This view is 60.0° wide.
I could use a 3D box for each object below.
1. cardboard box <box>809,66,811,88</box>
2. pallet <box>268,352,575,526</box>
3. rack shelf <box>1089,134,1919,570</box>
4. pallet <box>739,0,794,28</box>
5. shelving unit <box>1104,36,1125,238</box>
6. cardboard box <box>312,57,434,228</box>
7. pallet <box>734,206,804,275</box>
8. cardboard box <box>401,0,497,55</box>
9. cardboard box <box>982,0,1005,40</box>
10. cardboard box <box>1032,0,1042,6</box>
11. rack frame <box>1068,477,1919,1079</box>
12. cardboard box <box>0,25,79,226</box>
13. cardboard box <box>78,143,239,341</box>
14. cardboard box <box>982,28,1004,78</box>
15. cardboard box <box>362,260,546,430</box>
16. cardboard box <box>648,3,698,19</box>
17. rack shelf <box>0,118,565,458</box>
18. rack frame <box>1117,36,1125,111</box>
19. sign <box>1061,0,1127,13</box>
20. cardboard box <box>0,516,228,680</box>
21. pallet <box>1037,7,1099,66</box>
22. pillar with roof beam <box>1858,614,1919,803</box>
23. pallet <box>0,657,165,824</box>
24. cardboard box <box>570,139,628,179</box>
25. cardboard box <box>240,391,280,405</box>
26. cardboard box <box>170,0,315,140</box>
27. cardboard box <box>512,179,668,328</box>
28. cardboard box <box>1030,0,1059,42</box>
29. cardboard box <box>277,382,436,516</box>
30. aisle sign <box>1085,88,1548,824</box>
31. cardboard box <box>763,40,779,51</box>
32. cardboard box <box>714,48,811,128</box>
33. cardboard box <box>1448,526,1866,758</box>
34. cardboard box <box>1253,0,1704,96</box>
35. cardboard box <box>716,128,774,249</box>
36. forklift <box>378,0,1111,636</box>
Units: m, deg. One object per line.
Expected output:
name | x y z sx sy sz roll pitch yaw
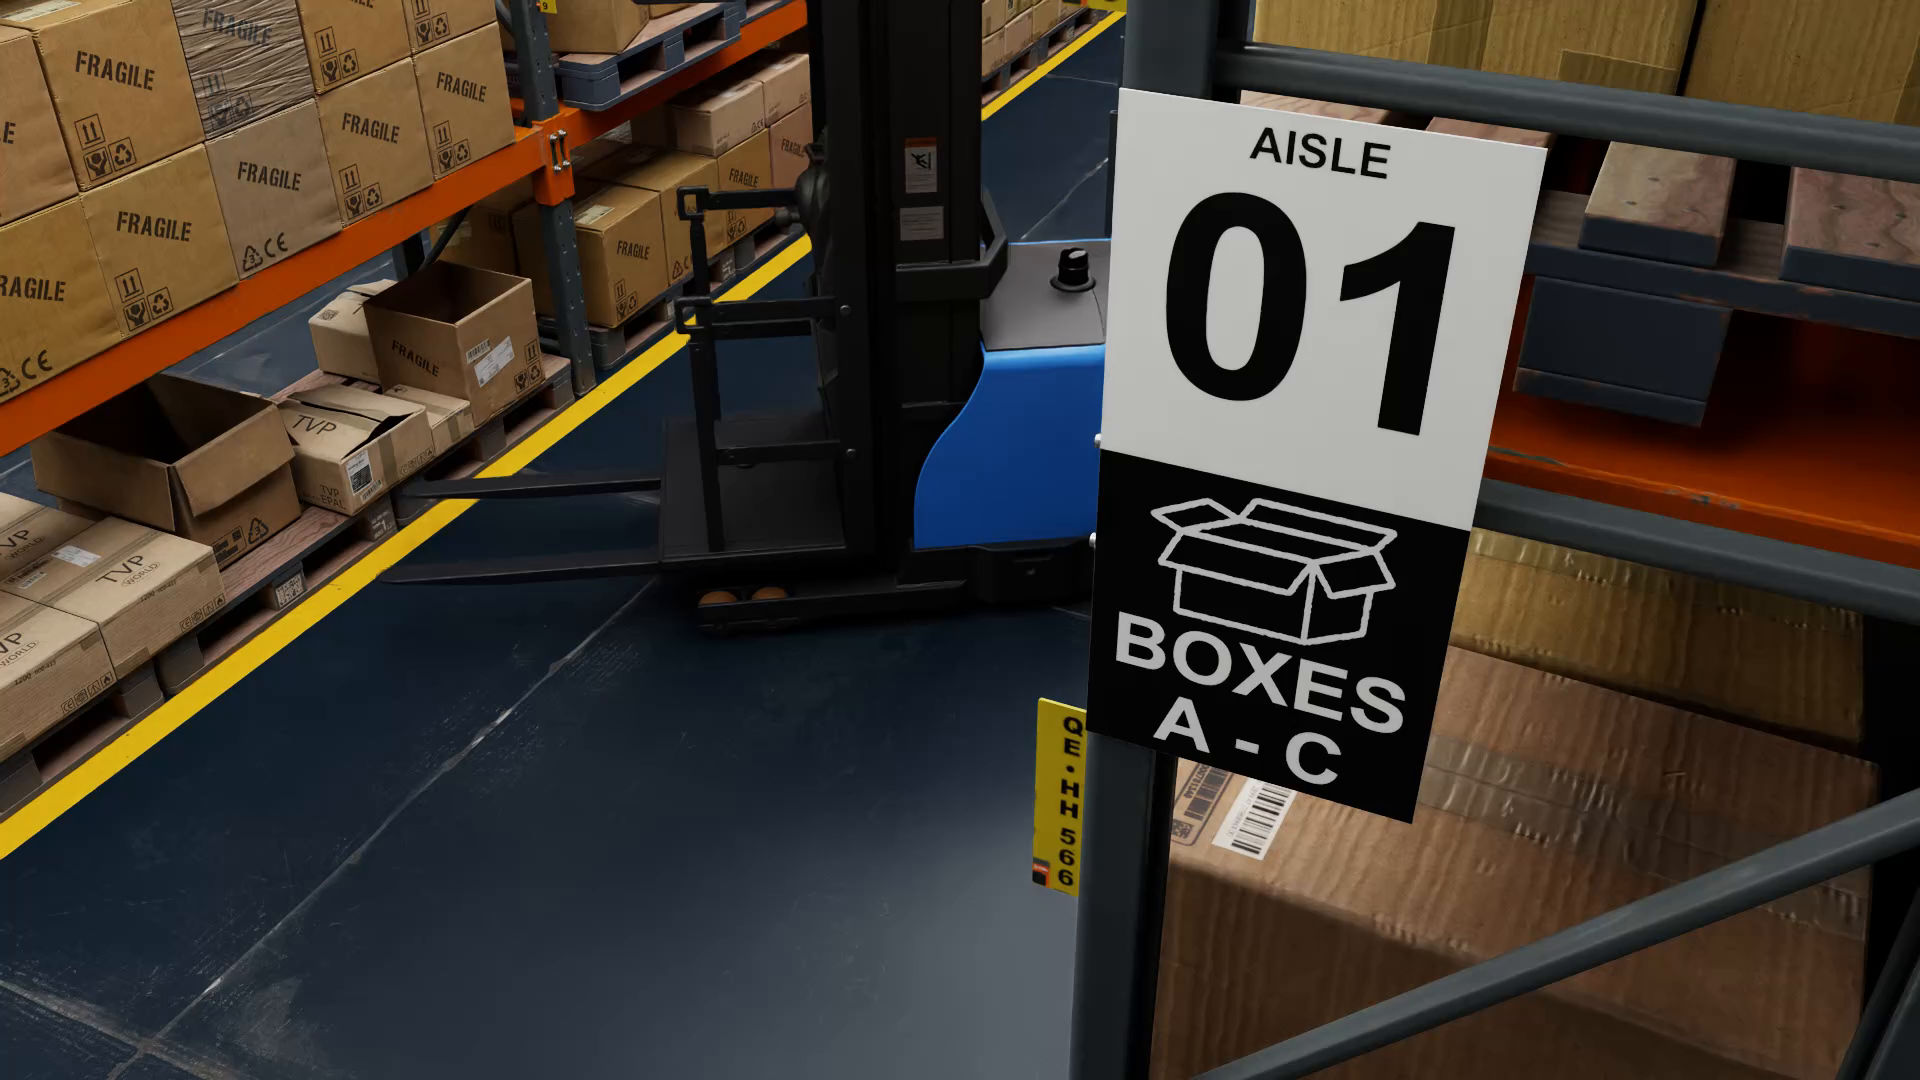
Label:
cardboard box | -0.915 -2.415 9.576 0.500 0.500 0.500 13 35 19
pallet | -2.482 -0.554 7.402 1.003 0.211 1.213 14 36 20
rack shelf | 1.470 -0.884 3.284 1.077 0.370 4.000 14 36 20
pallet | -1.330 -3.004 8.771 1.003 0.211 1.213 14 36 20
shelving unit | 0.906 -1.331 7.413 0.587 1.500 1.083 4 33 6
cardboard box | -2.384 -1.538 6.270 0.500 0.500 0.500 15 36 22
pallet | -1.379 -1.919 9.484 1.003 0.211 1.213 14 36 20
cardboard box | -2.170 -2.210 6.382 0.500 0.500 0.500 14 36 21
cardboard box | -0.034 -3.507 10.977 0.500 0.311 0.500 15 36 22
cardboard box | 0.393 -4.025 11.765 0.500 0.311 0.500 13 35 19
rack frame | 0.634 1.065 2.390 1.000 3.000 0.127 14 36 20
cardboard box | -3.017 -1.200 4.841 0.500 0.500 0.500 15 36 21
cardboard box | -2.808 -1.028 5.491 0.500 0.500 0.500 15 36 21
cardboard box | -0.034 -3.273 11.131 0.500 0.250 0.500 14 36 20
cardboard box | -2.175 -0.851 7.191 0.500 0.500 0.500 14 36 20
cardboard box | -1.562 -2.821 7.842 0.700 0.500 0.500 20 38 28
rack shelf | -3.031 -0.765 5.837 1.077 0.370 4.000 14 36 20
rack frame | 0.968 -1.613 7.842 0.500 1.500 0.032 4 33 6
sign | 0.147 -0.658 1.547 0.100 0.325 0.005 14 36 20
cardboard box | -2.964 0.193 5.827 0.500 0.250 0.500 14 36 20
pallet | 0.371 -3.894 12.496 1.003 0.211 1.213 14 36 20
pillar with roof beam | -1.110 -3.876 4.455 9.100 9.000 0.400 14 36 20
pallet | -3.503 0.662 5.549 1.003 0.211 1.213 14 36 20
cardboard box | -2.033 -1.756 8.571 0.500 0.500 0.500 14 36 21
cardboard box | -2.919 -0.468 6.911 0.380 0.166 0.250 14 36 20
cardboard box | -2.593 -1.704 5.609 0.500 0.500 0.500 14 36 21
cardboard box | -1.770 -1.385 8.005 0.500 0.500 0.500 13 35 18
cardboard box | 0.387 -3.784 11.910 0.500 0.250 0.500 13 36 19
cardboard box | -2.488 -0.399 6.673 0.500 0.311 0.500 14 36 20
aisle sign | 0.331 -0.055 1.727 0.394 0.787 0.004 14 36 20
cardboard box | -1.184 -2.769 10.116 0.500 0.500 0.500 13 35 19
cardboard box | -1.142 -2.447 8.941 0.500 0.250 0.500 13 36 20
cardboard box | 1.132 0.319 3.255 0.980 0.700 0.700 14 36 20
cardboard box | 0.699 -0.770 2.115 0.500 0.250 0.500 15 36 22
cardboard box | -1.341 -1.901 8.791 0.500 0.500 0.500 15 36 21
forklift | -0.685 -1.178 5.873 3.031 2.935 1.130 -4 33 -6
